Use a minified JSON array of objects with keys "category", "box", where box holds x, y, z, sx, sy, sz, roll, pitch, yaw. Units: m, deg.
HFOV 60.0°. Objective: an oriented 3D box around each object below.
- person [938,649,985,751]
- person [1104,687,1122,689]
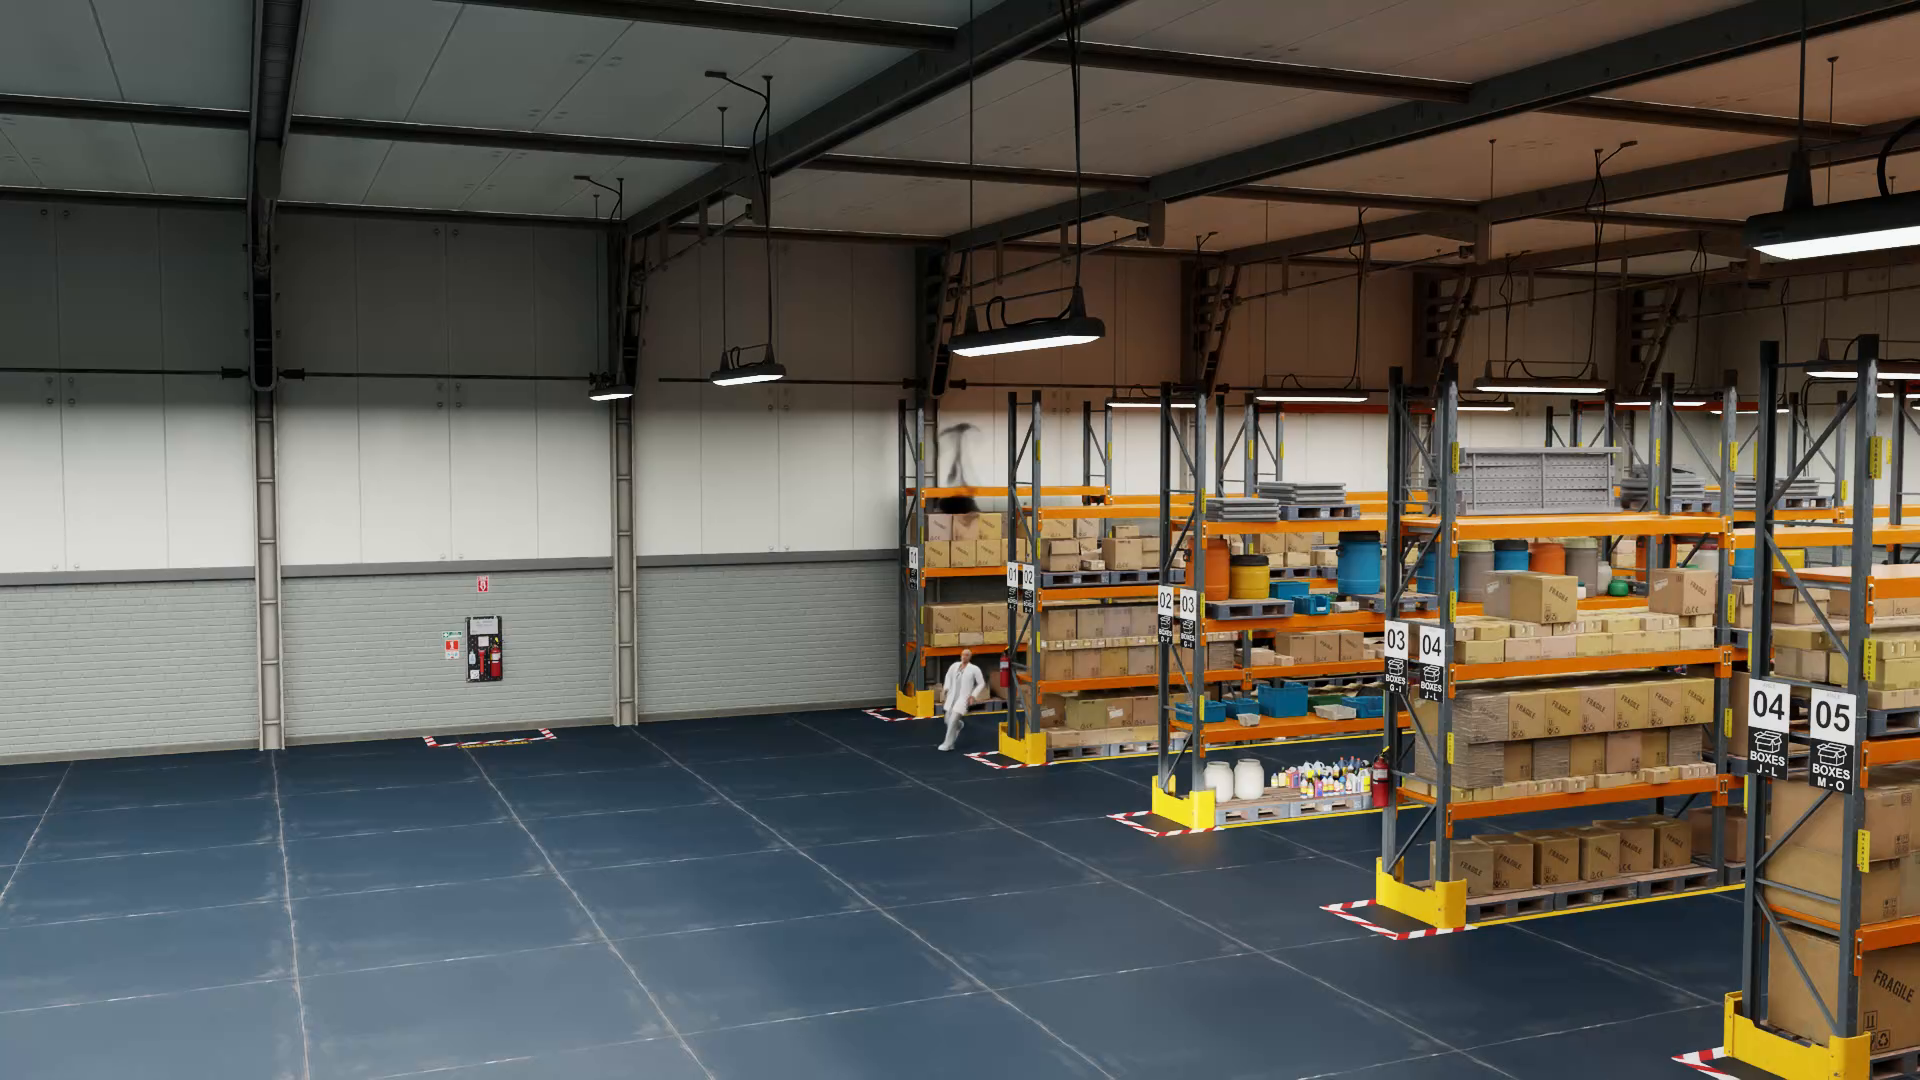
[{"category":"person","box":[0.039,2.675,27.908,0.759,1.702,0.741,2,4,28]},{"category":"person","box":[2.819,2.558,30.194,0.885,1.713,0.684,-2,4,-33]}]
